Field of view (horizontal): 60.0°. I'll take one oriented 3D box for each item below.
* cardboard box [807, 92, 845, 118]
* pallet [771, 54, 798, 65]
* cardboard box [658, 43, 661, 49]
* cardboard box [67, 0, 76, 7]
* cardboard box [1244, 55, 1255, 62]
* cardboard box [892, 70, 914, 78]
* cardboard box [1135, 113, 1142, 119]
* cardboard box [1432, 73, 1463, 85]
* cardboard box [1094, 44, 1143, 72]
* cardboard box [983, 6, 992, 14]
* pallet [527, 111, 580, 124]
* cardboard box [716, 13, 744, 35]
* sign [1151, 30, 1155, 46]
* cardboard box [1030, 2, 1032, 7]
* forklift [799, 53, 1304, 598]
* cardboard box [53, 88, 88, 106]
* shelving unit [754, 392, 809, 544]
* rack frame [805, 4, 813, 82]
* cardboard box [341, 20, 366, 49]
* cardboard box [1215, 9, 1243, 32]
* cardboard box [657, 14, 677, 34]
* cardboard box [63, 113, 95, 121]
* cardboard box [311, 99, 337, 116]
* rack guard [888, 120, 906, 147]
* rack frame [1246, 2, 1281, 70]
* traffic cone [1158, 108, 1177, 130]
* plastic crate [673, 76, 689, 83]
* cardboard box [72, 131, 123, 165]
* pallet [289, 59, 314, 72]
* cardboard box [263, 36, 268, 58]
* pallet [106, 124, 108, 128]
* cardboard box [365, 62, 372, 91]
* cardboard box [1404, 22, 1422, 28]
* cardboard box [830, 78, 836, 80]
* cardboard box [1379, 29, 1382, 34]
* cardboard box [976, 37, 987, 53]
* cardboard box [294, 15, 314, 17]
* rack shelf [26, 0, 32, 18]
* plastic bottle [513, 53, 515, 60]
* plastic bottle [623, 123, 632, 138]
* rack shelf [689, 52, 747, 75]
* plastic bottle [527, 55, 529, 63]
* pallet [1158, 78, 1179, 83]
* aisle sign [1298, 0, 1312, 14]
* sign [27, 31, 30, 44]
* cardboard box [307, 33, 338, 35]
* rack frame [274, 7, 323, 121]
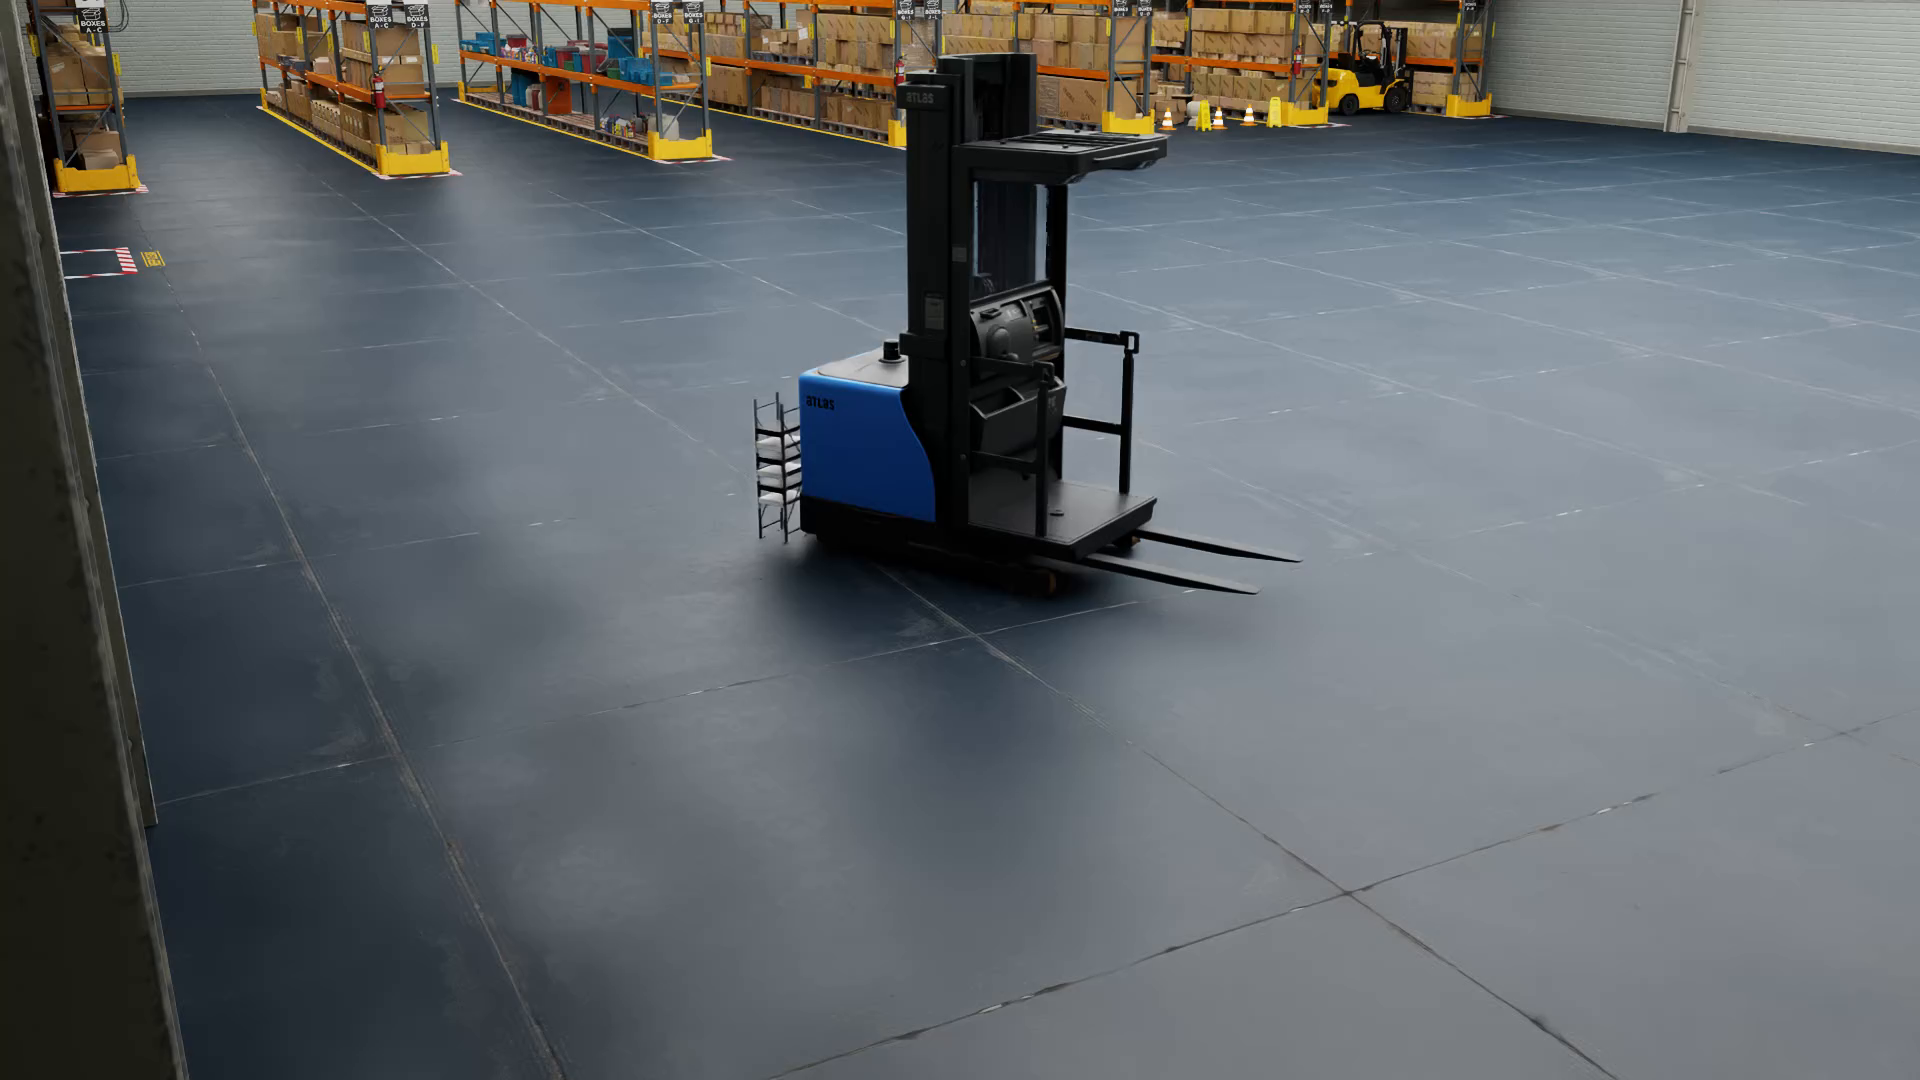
[{"bbox_3d":[-2.998,-9.736,37.220,0.700,0.500,0.500,-12,22,-31],"label":"cardboard box"},{"bbox_3d":[-3.649,-11.026,38.095,1.003,0.211,1.213,-10,21,-27],"label":"pallet"},{"bbox_3d":[-7.933,-13.335,44.876,0.380,0.149,0.250,-10,22,-27],"label":"cardboard box"},{"bbox_3d":[-13.842,-8.690,26.247,0.500,0.500,0.500,-9,21,-25],"label":"cardboard box"},{"bbox_3d":[6.861,-11.229,38.773,0.380,0.149,0.250,-10,22,-27],"label":"cardboard box"},{"bbox_3d":[-1.143,-9.313,33.222,0.380,0.149,0.250,-10,21,-27],"label":"cardboard box"},{"bbox_3d":[4.125,-9.769,38.349,0.396,0.266,0.258,-6,20,-17],"label":"cardboard box"},{"bbox_3d":[11.769,-11.142,40.176,0.500,0.250,0.500,-9,21,-25],"label":"cardboard box"},{"bbox_3d":[3.371,-10.292,35.443,0.875,0.550,0.550,-10,21,-27],"label":"cardboard box"},{"bbox_3d":[1.015,-15.411,48.823,0.500,0.500,0.500,-10,21,-26],"label":"cardboard box"},{"bbox_3d":[-9.395,-9.813,38.560,1.003,0.211,1.213,-10,21,-27],"label":"pallet"},{"bbox_3d":[-5.589,-12.792,41.226,0.797,0.503,0.637,-9,21,-25],"label":"cardboard box"},{"bbox_3d":[4.078,-10.652,35.269,0.100,0.325,0.005,-10,21,-27],"label":"sign"},{"bbox_3d":[2.140,-15.390,47.768,0.380,0.149,0.250,-10,21,-26],"label":"cardboard box"},{"bbox_3d":[0.511,-1.251,9.576,3.031,2.935,1.130,12,23,32],"label":"forklift"},{"bbox_3d":[-14.296,-7.123,26.689,0.500,0.250,0.500,-10,21,-26],"label":"cardboard box"},{"bbox_3d":[-1.111,-0.449,10.368,0.210,0.900,0.258,11,22,30],"label":"shelving unit"},{"bbox_3d":[-4.011,-14.715,48.489,1.000,3.000,0.127,-10,21,-27],"label":"rack frame"},{"bbox_3d":[-11.229,-9.531,31.326,0.700,0.500,0.500,-10,21,-26],"label":"cardboard box"},{"bbox_3d":[6.452,-12.268,39.257,0.700,0.500,0.500,-11,22,-28],"label":"cardboard box"},{"bbox_3d":[-7.945,-13.929,44.836,0.500,0.500,0.500,-11,22,-28],"label":"cardboard box"},{"bbox_3d":[-16.379,-7.944,30.877,0.500,0.250,0.500,-10,22,-28],"label":"cardboard box"},{"bbox_3d":[-13.354,-9.113,34.969,0.500,0.311,0.500,-9,21,-25],"label":"cardboard box"},{"bbox_3d":[-0.862,-8.222,33.507,1.175,0.500,0.348,-10,21,-27],"label":"rack guard"},{"bbox_3d":[8.463,-13.984,46.371,1.000,3.000,0.127,-10,21,-27],"label":"rack frame"},{"bbox_3d":[4.585,-9.295,36.672,0.336,0.463,0.334,-10,21,-27],"label":"traffic cone"},{"bbox_3d":[-5.327,-8.797,31.745,0.298,0.136,0.250,-10,21,-27],"label":"plastic crate"},{"bbox_3d":[-14.728,-6.701,28.425,0.700,0.500,0.500,-12,22,-30],"label":"cardboard box"},{"bbox_3d":[-13.728,-10.238,35.812,1.213,0.211,1.003,-10,21,-27],"label":"pallet"},{"bbox_3d":[-16.679,-12.029,40.554,0.500,0.500,0.500,-10,21,-27],"label":"cardboard box"},{"bbox_3d":[-18.586,-8.647,35.179,1.003,0.211,1.213,-10,21,-27],"label":"pallet"},{"bbox_3d":[-10.241,-8.326,29.821,0.700,0.500,0.500,-10,21,-26],"label":"cardboard box"},{"bbox_3d":[11.173,-12.691,41.022,0.380,0.149,0.250,-10,21,-26],"label":"cardboard box"},{"bbox_3d":[-3.477,-13.220,47.429,0.380,0.149,0.250,-11,22,-29],"label":"cardboard box"},{"bbox_3d":[10.730,-12.755,41.662,0.380,0.149,0.250,-10,22,-27],"label":"cardboard box"},{"bbox_3d":[0.725,-11.715,39.645,0.500,0.500,0.500,-10,21,-26],"label":"cardboard box"},{"bbox_3d":[-15.466,-12.140,39.344,0.500,0.500,0.500,-11,22,-28],"label":"cardboard box"},{"bbox_3d":[-16.753,-9.881,30.985,1.077,0.370,4.000,-10,21,-27],"label":"rack shelf"},{"bbox_3d":[-10.528,-11.471,39.393,0.097,0.201,0.097,0,19,0],"label":"plastic bottle"},{"bbox_3d":[-6.538,-8.071,32.739,0.152,0.276,0.135,-10,21,-26],"label":"plastic bottle"},{"bbox_3d":[-5.575,-11.913,41.473,1.077,0.370,4.000,-10,21,-27],"label":"rack shelf"},{"bbox_3d":[-9.931,-11.110,38.347,0.097,0.201,0.097,0,19,0],"label":"plastic bottle"},{"bbox_3d":[6.238,-14.011,50.726,1.003,0.211,1.213,-10,21,-27],"label":"pallet"},{"bbox_3d":[7.670,-12.083,36.879,0.394,0.787,0.004,-10,21,-27],"label":"aisle sign"},{"bbox_3d":[-20.090,-10.886,35.944,0.100,0.325,0.005,-10,21,-27],"label":"sign"},{"bbox_3d":[-14.009,-10.847,36.483,0.700,0.500,0.500,-6,20,-16],"label":"cardboard box"},{"bbox_3d":[-15.244,-11.294,38.576,1.000,3.000,0.127,-10,21,-27],"label":"rack frame"}]
